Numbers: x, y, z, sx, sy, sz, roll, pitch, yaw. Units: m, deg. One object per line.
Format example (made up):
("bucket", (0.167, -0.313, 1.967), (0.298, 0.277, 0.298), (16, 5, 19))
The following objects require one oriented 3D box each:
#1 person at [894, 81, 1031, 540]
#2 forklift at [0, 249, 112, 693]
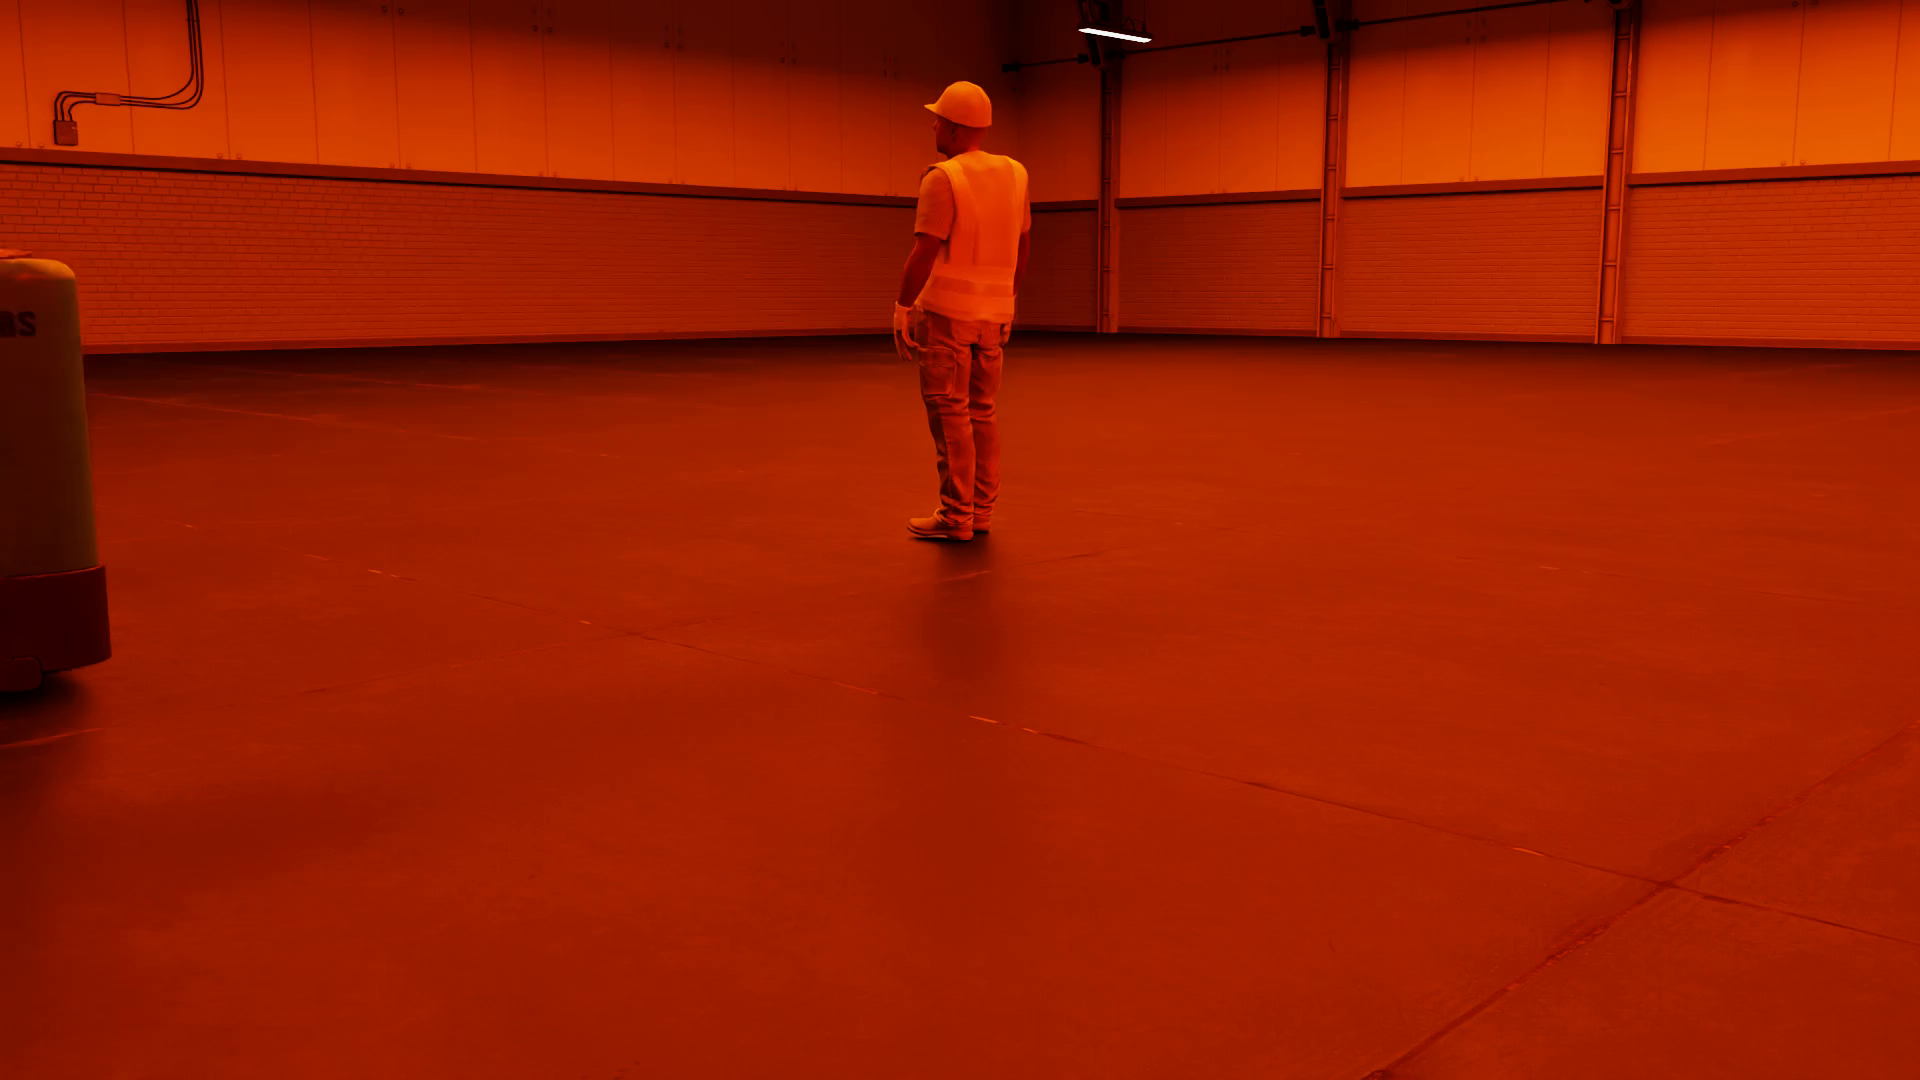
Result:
("person", (-0.046, -0.898, 6.639), (0.575, 1.785, 0.657), (8, 12, 43))
("forklift", (-3.612, -0.986, 3.418), (3.031, 2.935, 1.130), (-7, 11, -40))
